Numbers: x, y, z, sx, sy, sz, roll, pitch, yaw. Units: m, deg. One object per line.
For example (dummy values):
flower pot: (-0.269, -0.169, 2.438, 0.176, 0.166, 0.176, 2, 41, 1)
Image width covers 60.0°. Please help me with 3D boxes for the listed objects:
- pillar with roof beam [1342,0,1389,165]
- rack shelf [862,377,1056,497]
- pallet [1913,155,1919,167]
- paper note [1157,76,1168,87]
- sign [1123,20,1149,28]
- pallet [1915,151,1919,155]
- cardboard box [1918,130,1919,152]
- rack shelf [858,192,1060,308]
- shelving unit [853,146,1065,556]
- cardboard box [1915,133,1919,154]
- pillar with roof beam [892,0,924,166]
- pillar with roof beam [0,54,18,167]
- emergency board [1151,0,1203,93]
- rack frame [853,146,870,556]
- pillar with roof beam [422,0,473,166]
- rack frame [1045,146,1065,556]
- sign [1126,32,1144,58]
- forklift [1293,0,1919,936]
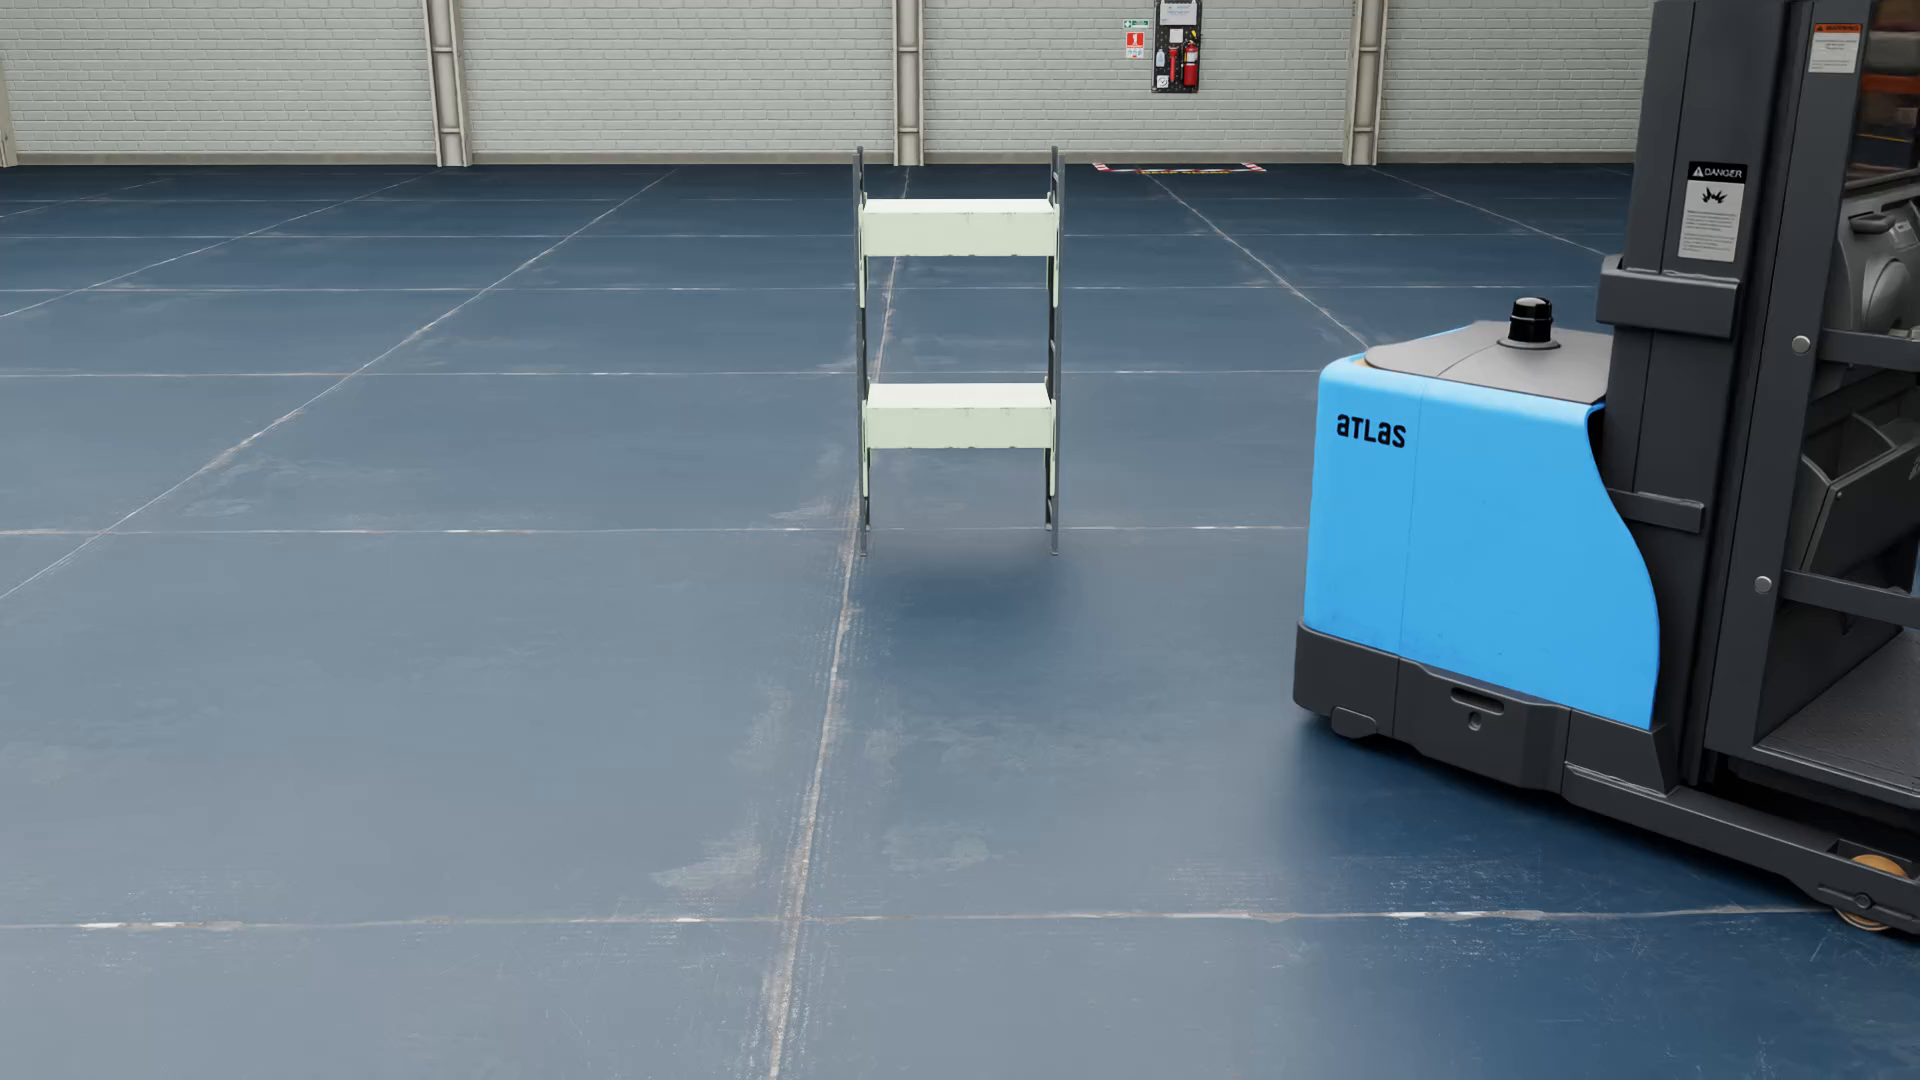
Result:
pillar with roof beam: (5.390, -7.986, 16.710, 0.400, 9.000, 9.100, 0, 18, -1)
rack shelf: (-0.007, -0.404, 6.418, 0.720, 0.370, 0.431, 0, 18, -1)
pallet: (11.524, -4.871, 21.387, 1.213, 0.211, 1.003, 0, 18, -1)
paper note: (2.672, -6.045, 21.922, 0.142, 0.148, 0.016, 0, 18, -1)
sign: (2.301, -6.739, 21.720, 0.331, 0.109, 0.001, 0, 18, -1)
pallet: (12.741, -4.876, 21.403, 1.213, 0.211, 1.003, 0, 18, -1)
cardboard box: (12.632, -5.192, 21.193, 0.500, 0.500, 0.700, -1, 18, -4)
rack shelf: (-0.007, -1.086, 6.199, 0.720, 0.370, 0.431, 0, 18, -1)
shelving unit: (-0.007, -0.714, 6.318, 0.755, 1.500, 0.431, 0, 18, -1)
cardboard box: (11.898, -5.113, 21.258, 0.500, 0.311, 0.500, 1, 18, 4)
pillar with roof beam: (-0.609, -7.957, 16.620, 0.400, 9.000, 9.100, 0, 18, -1)
pillar with roof beam: (-12.608, -7.899, 16.440, 0.400, 9.000, 9.100, 0, 18, -1)
emergency board: (2.850, -6.444, 21.725, 0.643, 1.169, 0.194, 0, 18, -1)
rack frame: (-0.373, -0.712, 6.313, 0.023, 1.500, 0.400, 0, 18, -1)
pillar with roof beam: (-6.609, -7.928, 16.530, 0.400, 9.000, 9.100, 0, 18, -1)
rack frame: (0.359, -0.716, 6.324, 0.023, 1.500, 0.400, 0, 18, -1)
sign: (2.296, -6.490, 21.809, 0.234, 0.329, 0.001, 0, 18, -1)
forklift: (2.369, -0.645, 3.759, 1.130, 2.935, 3.031, -17, 24, -42)
